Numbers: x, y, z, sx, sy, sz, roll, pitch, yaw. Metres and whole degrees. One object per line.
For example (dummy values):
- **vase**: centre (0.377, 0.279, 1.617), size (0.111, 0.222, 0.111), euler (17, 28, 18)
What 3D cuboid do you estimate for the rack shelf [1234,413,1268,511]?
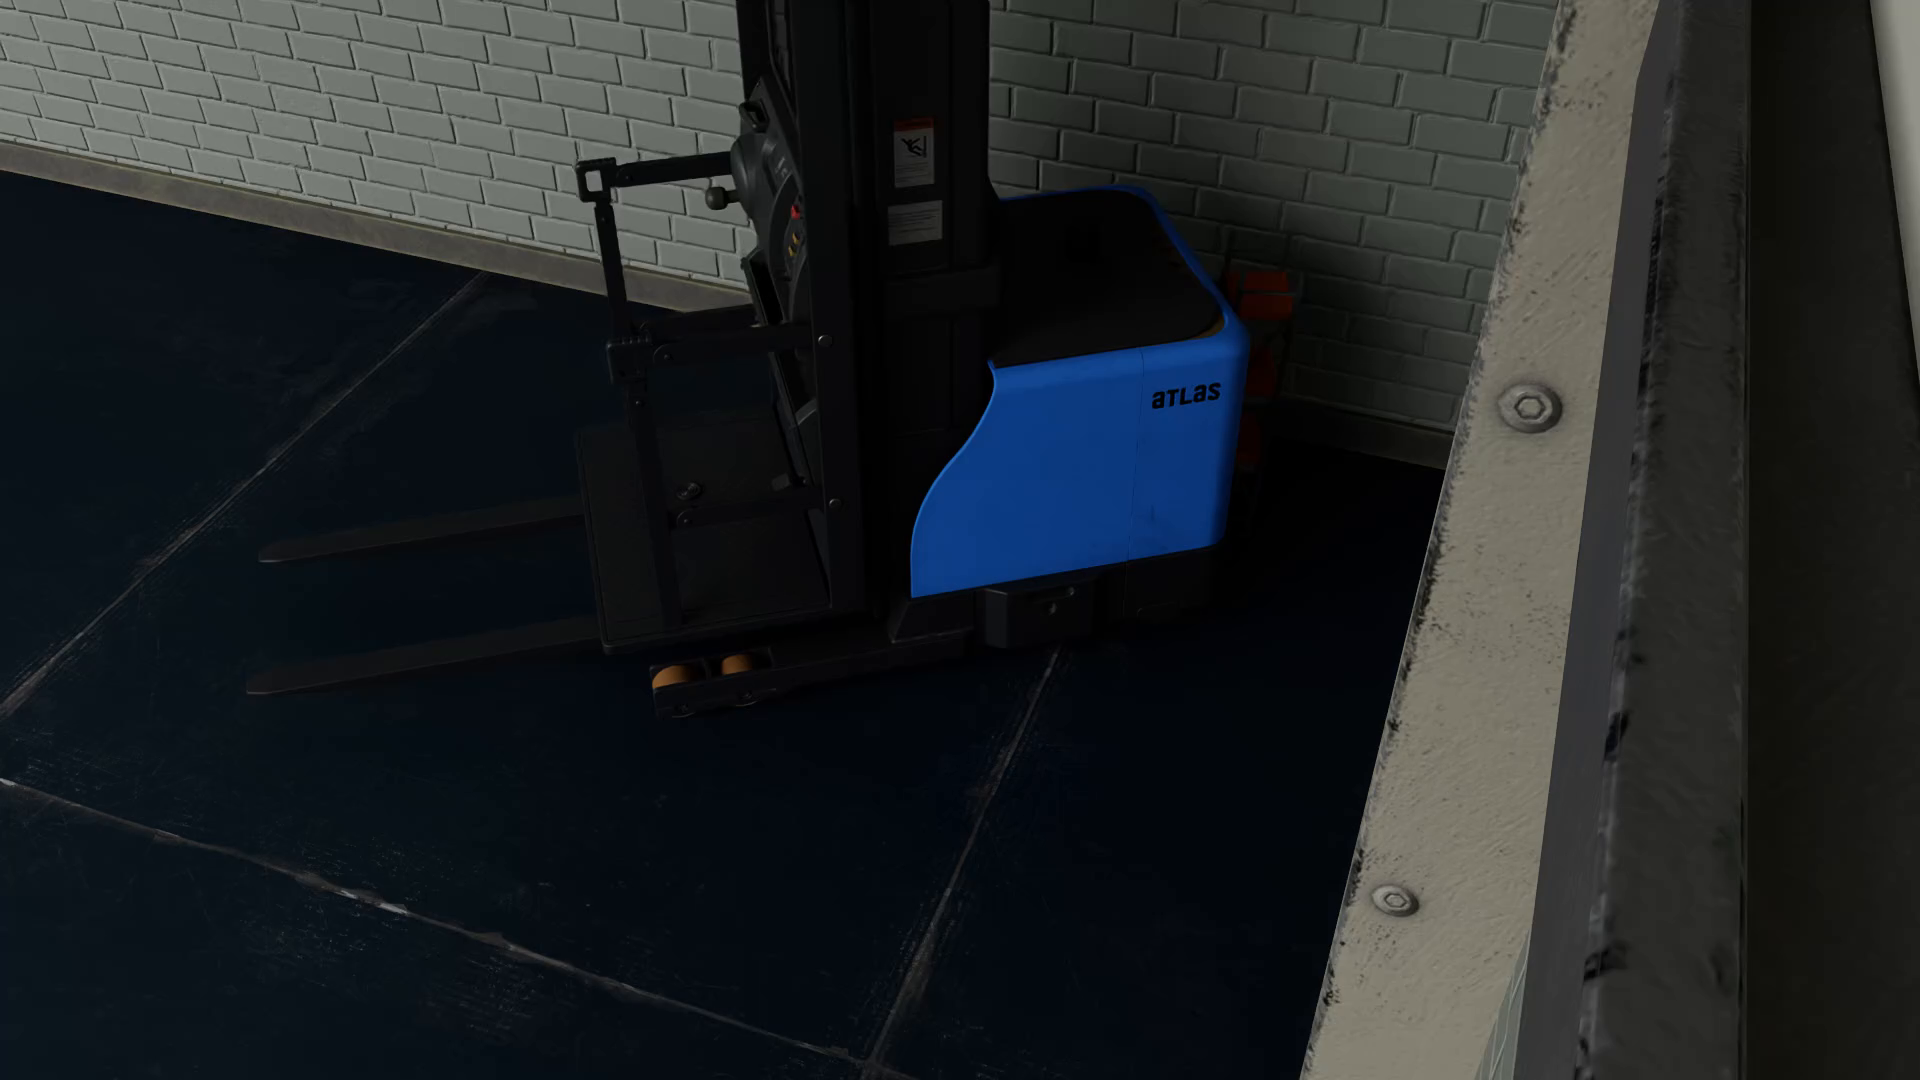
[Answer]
- **rack shelf**: centre (0.914, -0.280, 5.704), size (0.215, 0.259, 0.240), euler (2, 40, -2)

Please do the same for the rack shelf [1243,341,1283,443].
- **rack shelf**: centre (0.928, -0.491, 5.524), size (0.215, 0.259, 0.240), euler (2, 40, -2)

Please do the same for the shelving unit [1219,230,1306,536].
- **shelving unit**: centre (0.929, -0.499, 5.517), size (0.215, 1.050, 0.252), euler (2, 40, -2)

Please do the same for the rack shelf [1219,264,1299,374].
- **rack shelf**: centre (0.943, -0.706, 5.340), size (0.215, 0.259, 0.240), euler (2, 40, -2)

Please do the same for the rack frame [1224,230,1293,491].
- **rack frame**: centre (0.928, -0.578, 5.610), size (0.200, 1.050, 0.008), euler (2, 40, -2)

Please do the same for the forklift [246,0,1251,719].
- **forklift**: centre (-0.712, -0.949, 4.604), size (3.031, 2.935, 1.130), euler (-9, 41, -11)

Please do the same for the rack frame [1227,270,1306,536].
- **rack frame**: centre (0.930, -0.420, 5.424), size (0.200, 1.050, 0.008), euler (2, 40, -2)
